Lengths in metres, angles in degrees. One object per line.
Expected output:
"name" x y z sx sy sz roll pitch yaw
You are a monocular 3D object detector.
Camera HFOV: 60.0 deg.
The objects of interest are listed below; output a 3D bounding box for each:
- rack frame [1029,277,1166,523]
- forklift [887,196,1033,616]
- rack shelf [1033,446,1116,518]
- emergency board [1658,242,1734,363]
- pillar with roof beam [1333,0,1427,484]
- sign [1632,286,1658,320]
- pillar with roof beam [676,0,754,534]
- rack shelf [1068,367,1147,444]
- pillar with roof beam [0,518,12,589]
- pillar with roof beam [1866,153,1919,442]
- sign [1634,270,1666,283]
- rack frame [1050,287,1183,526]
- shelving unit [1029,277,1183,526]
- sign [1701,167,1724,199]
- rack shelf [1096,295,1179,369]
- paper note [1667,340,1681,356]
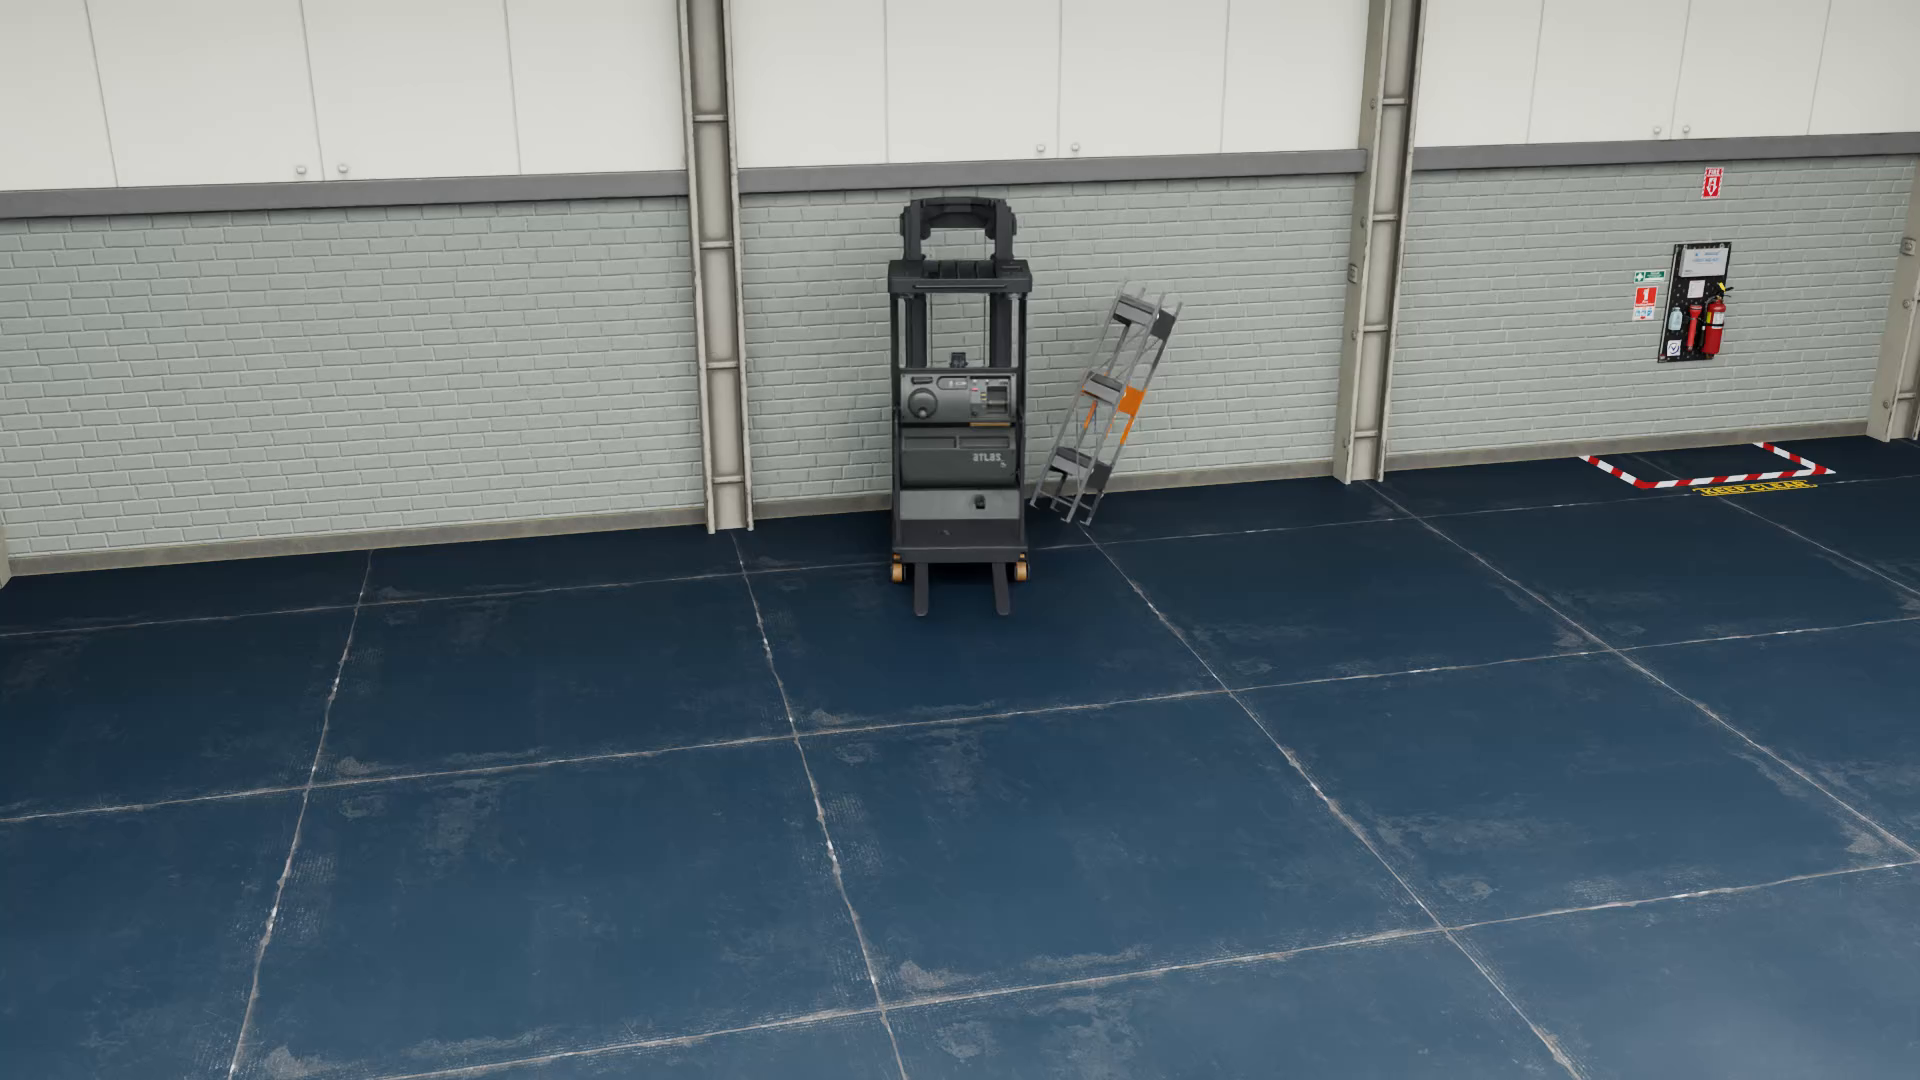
"rack frame" 1.162 -1.187 14.117 0.400 2.100 0.015 26 8 23
"forklift" -0.007 -1.140 13.166 1.130 2.935 3.031 0 20 -1
"rack shelf" 0.993 -0.523 14.432 0.431 0.518 0.480 26 8 23
"emergency board" 7.234 -2.298 16.228 0.643 1.169 0.194 -5 21 -12
"pillar with roof beam" 4.799 -3.382 10.464 0.400 9.000 9.100 -5 21 -12
"sign" 6.672 -2.306 16.196 0.234 0.329 0.001 -5 21 -12
"pillar with roof beam" -1.040 -2.907 9.168 0.400 9.000 9.100 -5 21 -12
"rack shelf" 1.258 -1.164 14.340 0.431 0.518 0.480 26 8 23
"pillar with roof beam" -6.879 -2.432 7.872 0.400 9.000 9.100 -5 21 -12
"pillar with roof beam" 10.638 -3.857 11.761 0.400 9.000 9.100 -5 21 -12
"sign" 6.679 -2.552 16.098 0.331 0.109 0.001 -5 21 -12
"rack frame" 1.364 -1.167 14.561 0.400 2.100 0.015 26 8 23
"shelving unit" 1.263 -1.177 14.339 0.431 2.100 0.503 26 8 23
"sign" 7.203 -3.419 15.918 0.199 0.298 0.001 -5 21 -12
"rack shelf" 1.523 -1.806 14.249 0.431 0.518 0.480 26 8 23
"paper note" 7.046 -1.894 16.404 0.142 0.148 0.016 -5 21 -12
